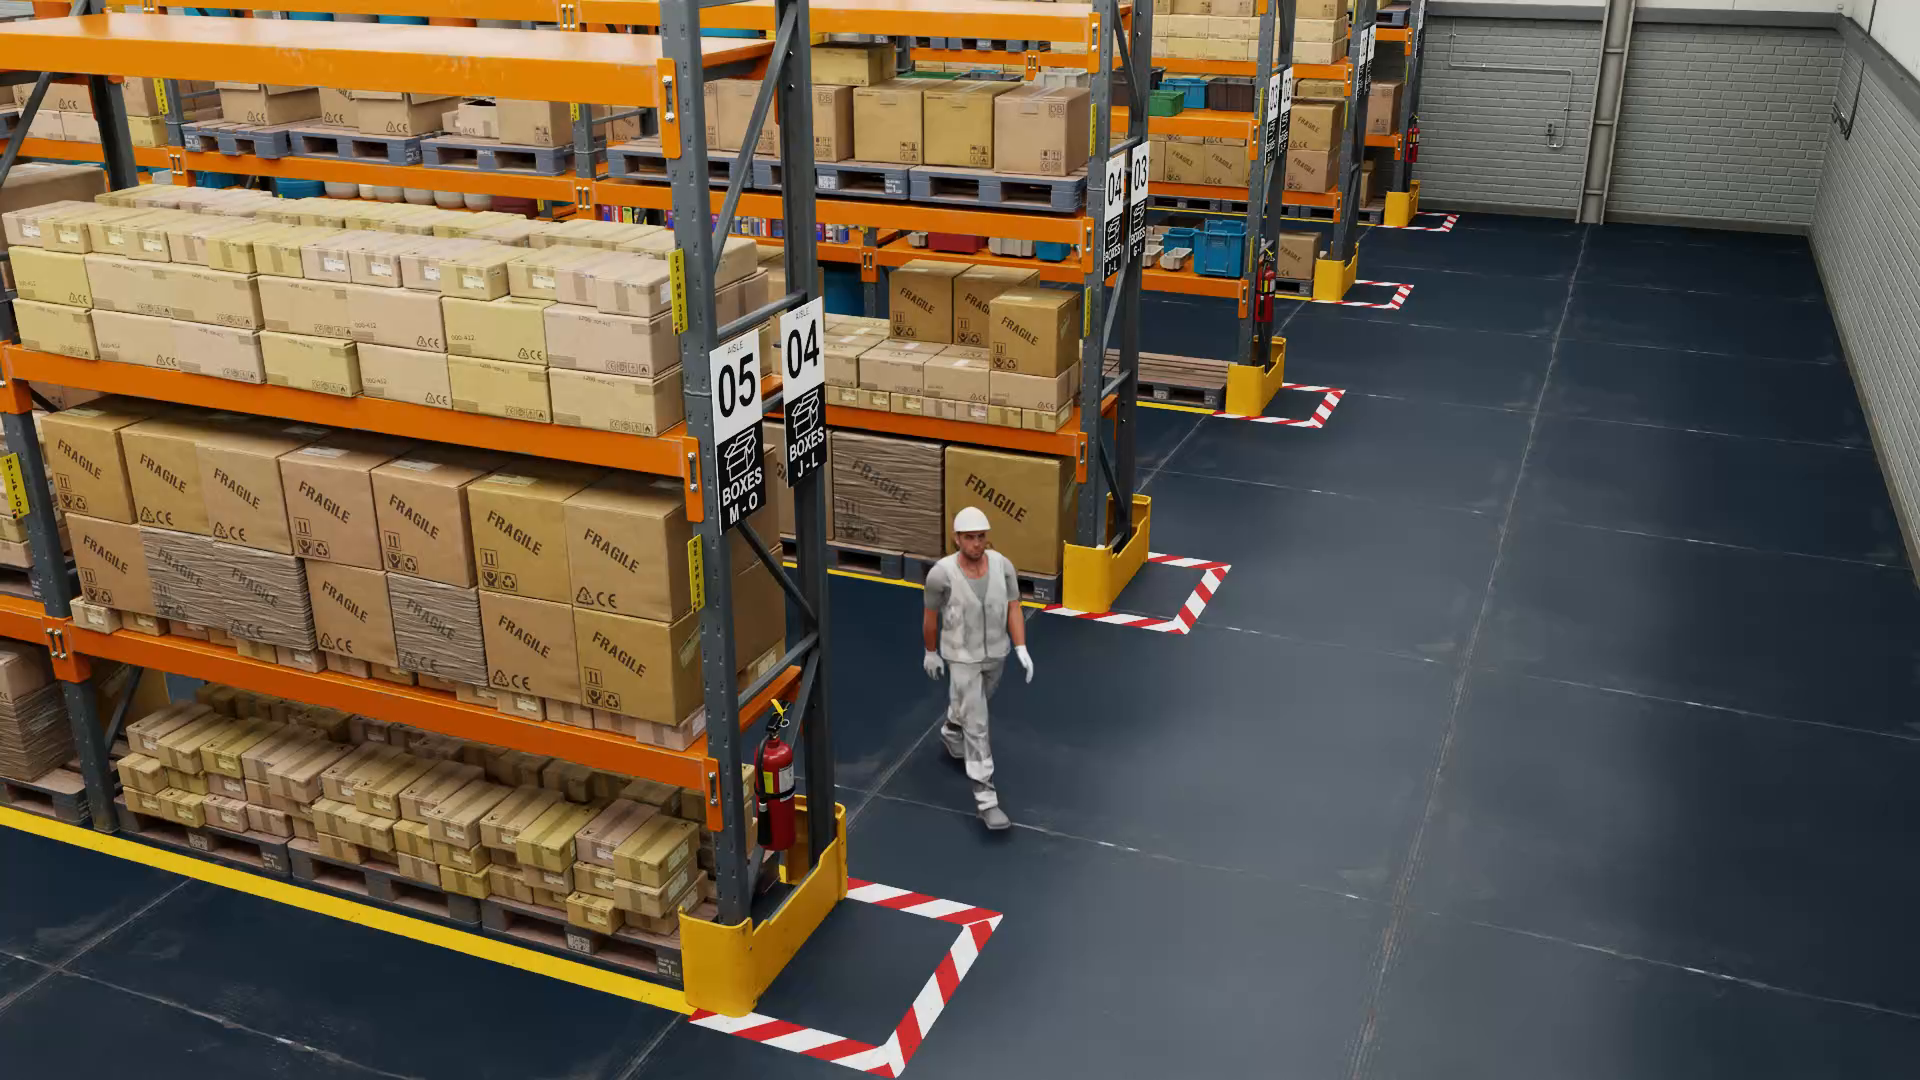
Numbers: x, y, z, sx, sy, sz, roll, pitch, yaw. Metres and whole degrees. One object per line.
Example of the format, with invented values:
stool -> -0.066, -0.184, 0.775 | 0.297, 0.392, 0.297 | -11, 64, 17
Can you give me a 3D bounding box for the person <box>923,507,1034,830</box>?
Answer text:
person -> 0.103, 0.651, 9.312 | 0.530, 1.742, 1.084 | -11, 25, -25
